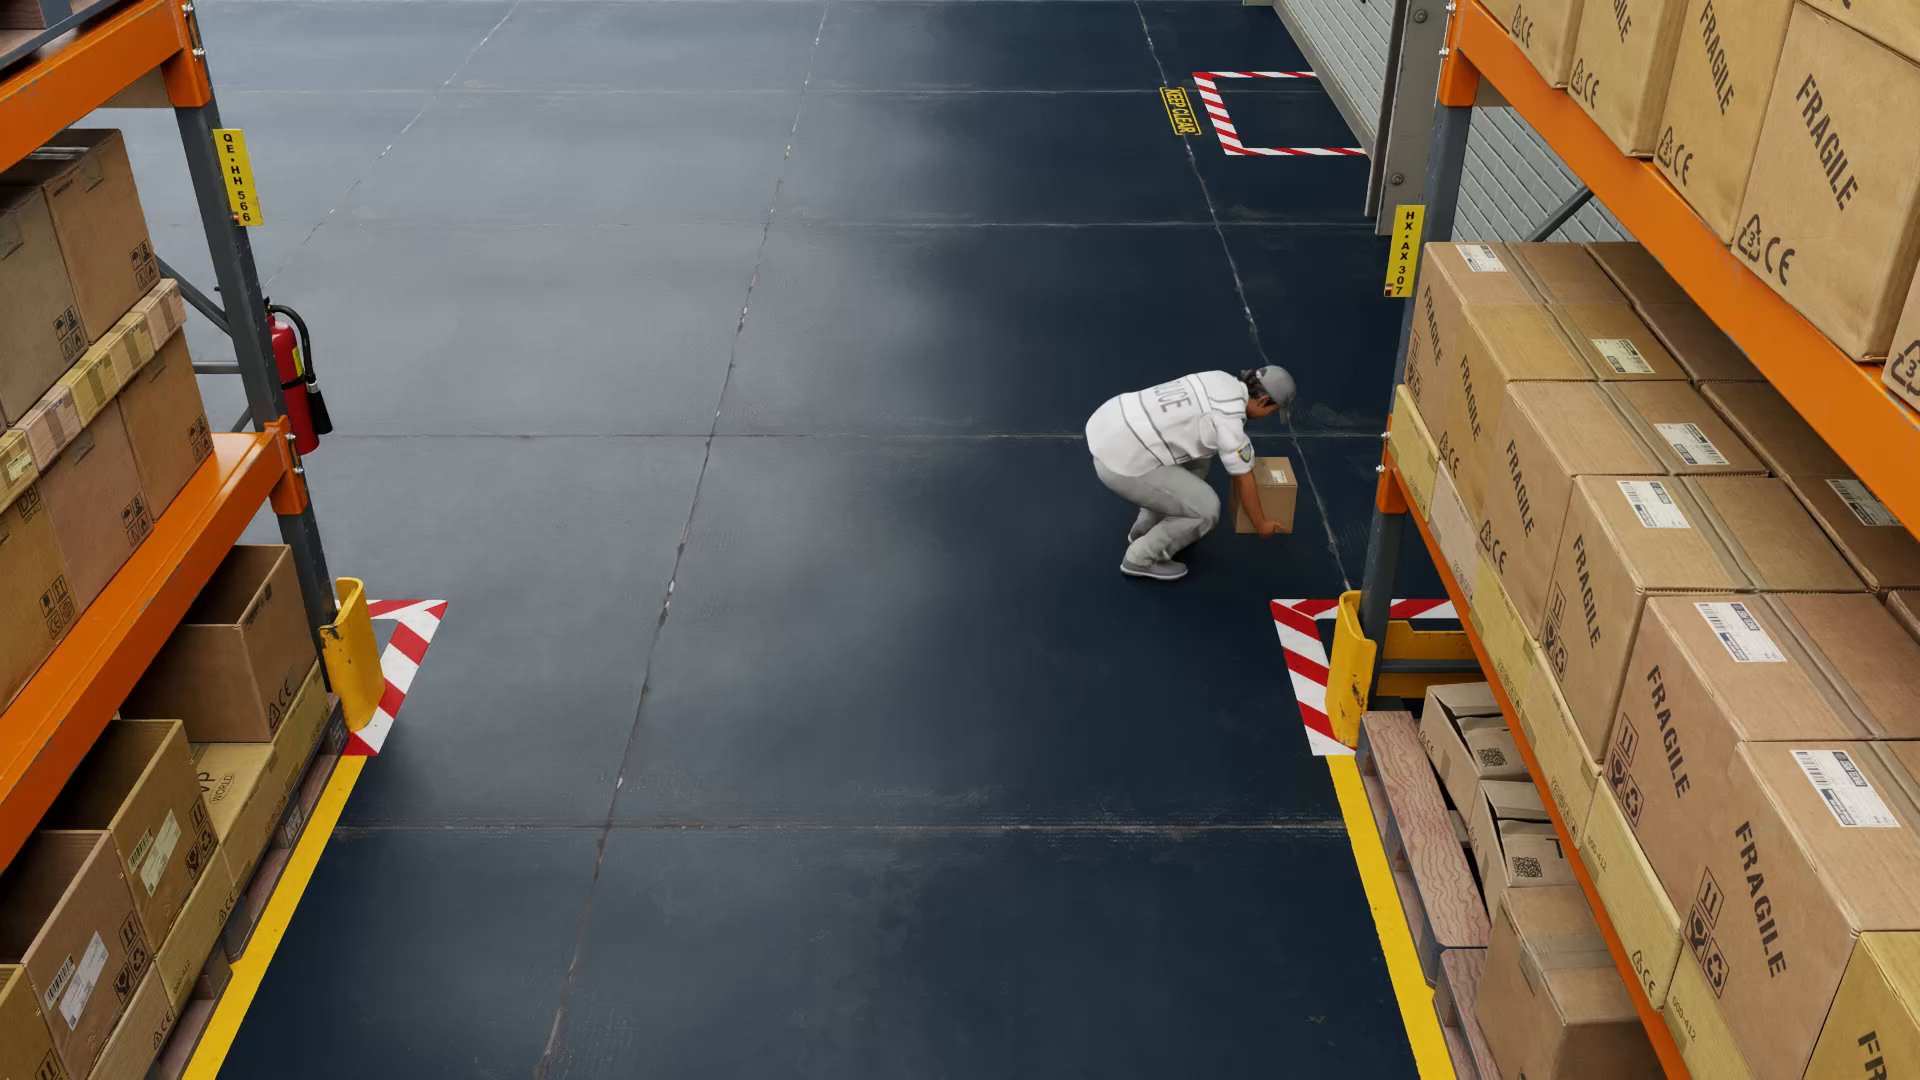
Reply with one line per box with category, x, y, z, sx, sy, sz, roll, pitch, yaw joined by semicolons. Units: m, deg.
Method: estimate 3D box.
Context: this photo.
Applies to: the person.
person;1.004;-0.317;7.344;0.901;0.941;0.503;-1;32;-2
